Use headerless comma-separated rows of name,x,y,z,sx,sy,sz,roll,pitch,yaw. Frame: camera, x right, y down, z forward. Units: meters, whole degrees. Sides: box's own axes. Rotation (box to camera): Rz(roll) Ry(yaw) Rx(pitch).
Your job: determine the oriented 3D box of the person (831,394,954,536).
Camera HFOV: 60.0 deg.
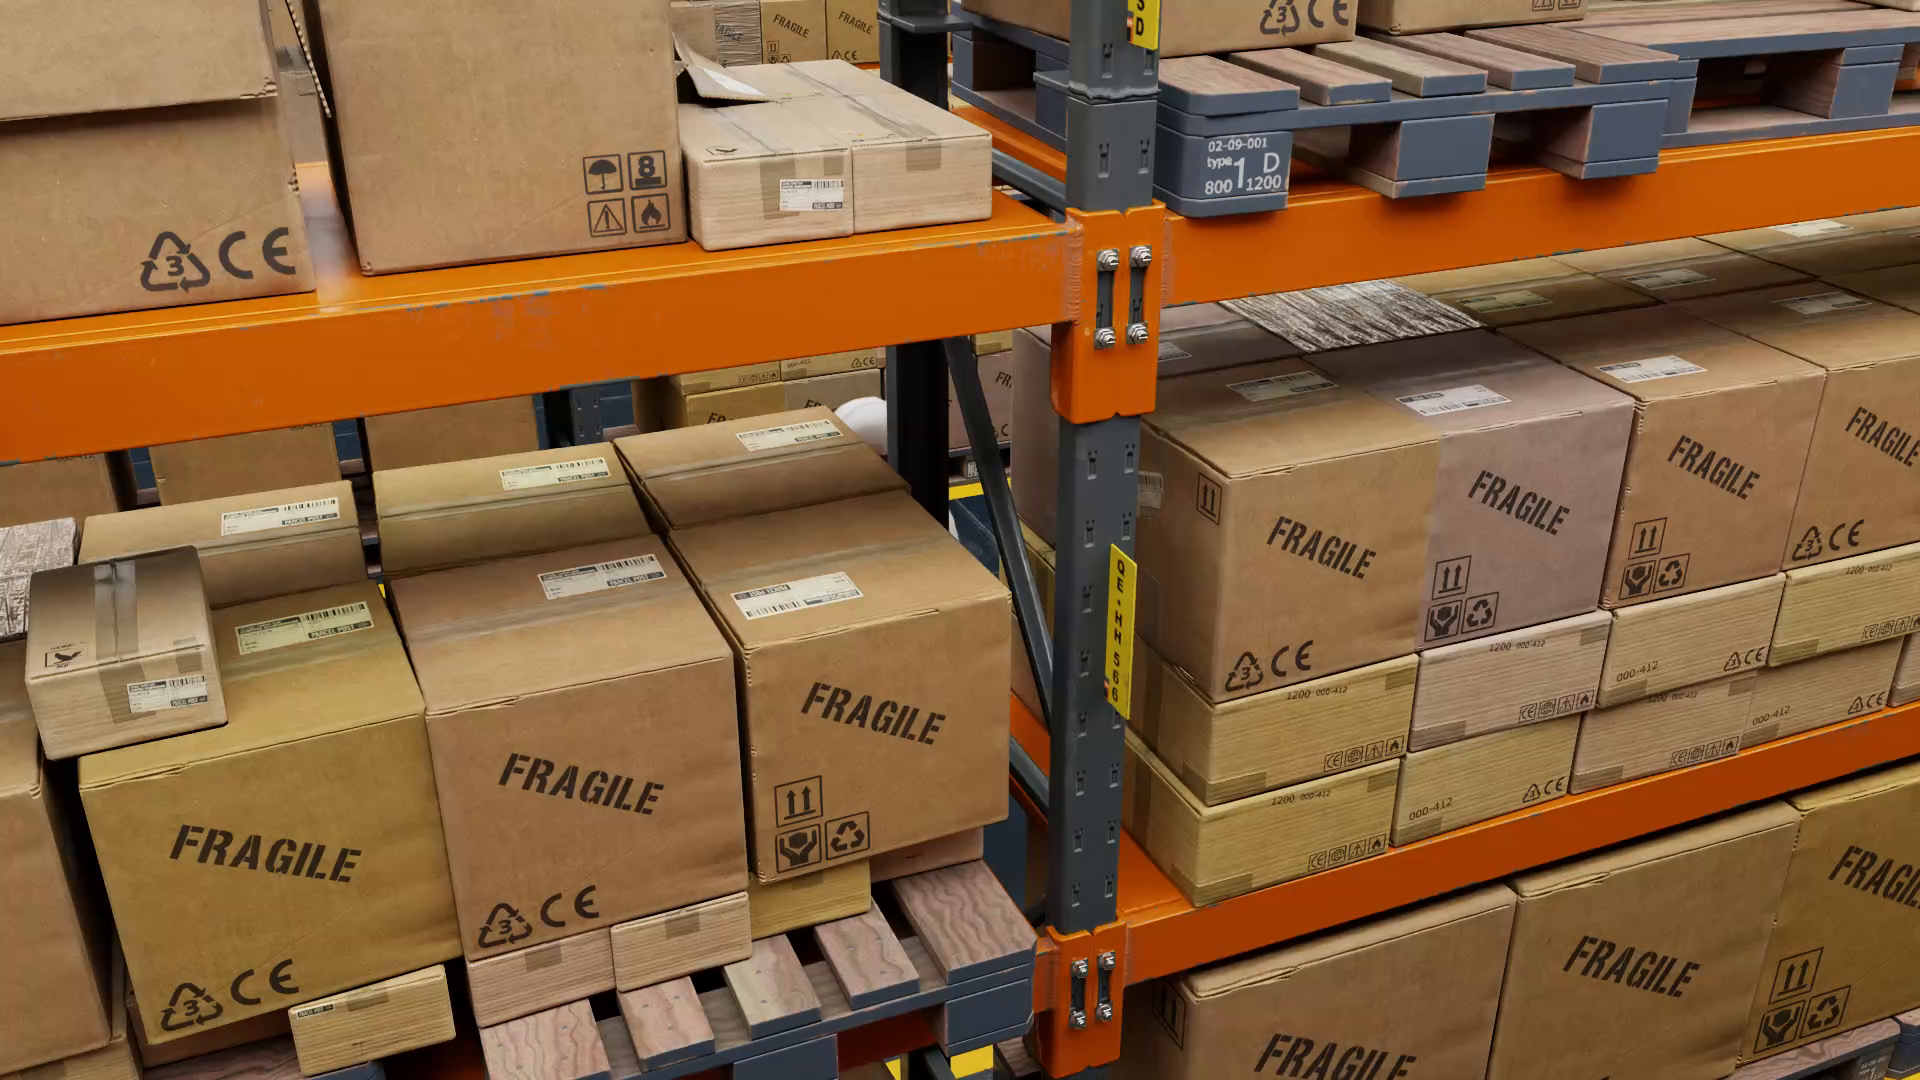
person,-0.248,0.351,5.369,0.446,1.775,0.619,-10,28,-20
